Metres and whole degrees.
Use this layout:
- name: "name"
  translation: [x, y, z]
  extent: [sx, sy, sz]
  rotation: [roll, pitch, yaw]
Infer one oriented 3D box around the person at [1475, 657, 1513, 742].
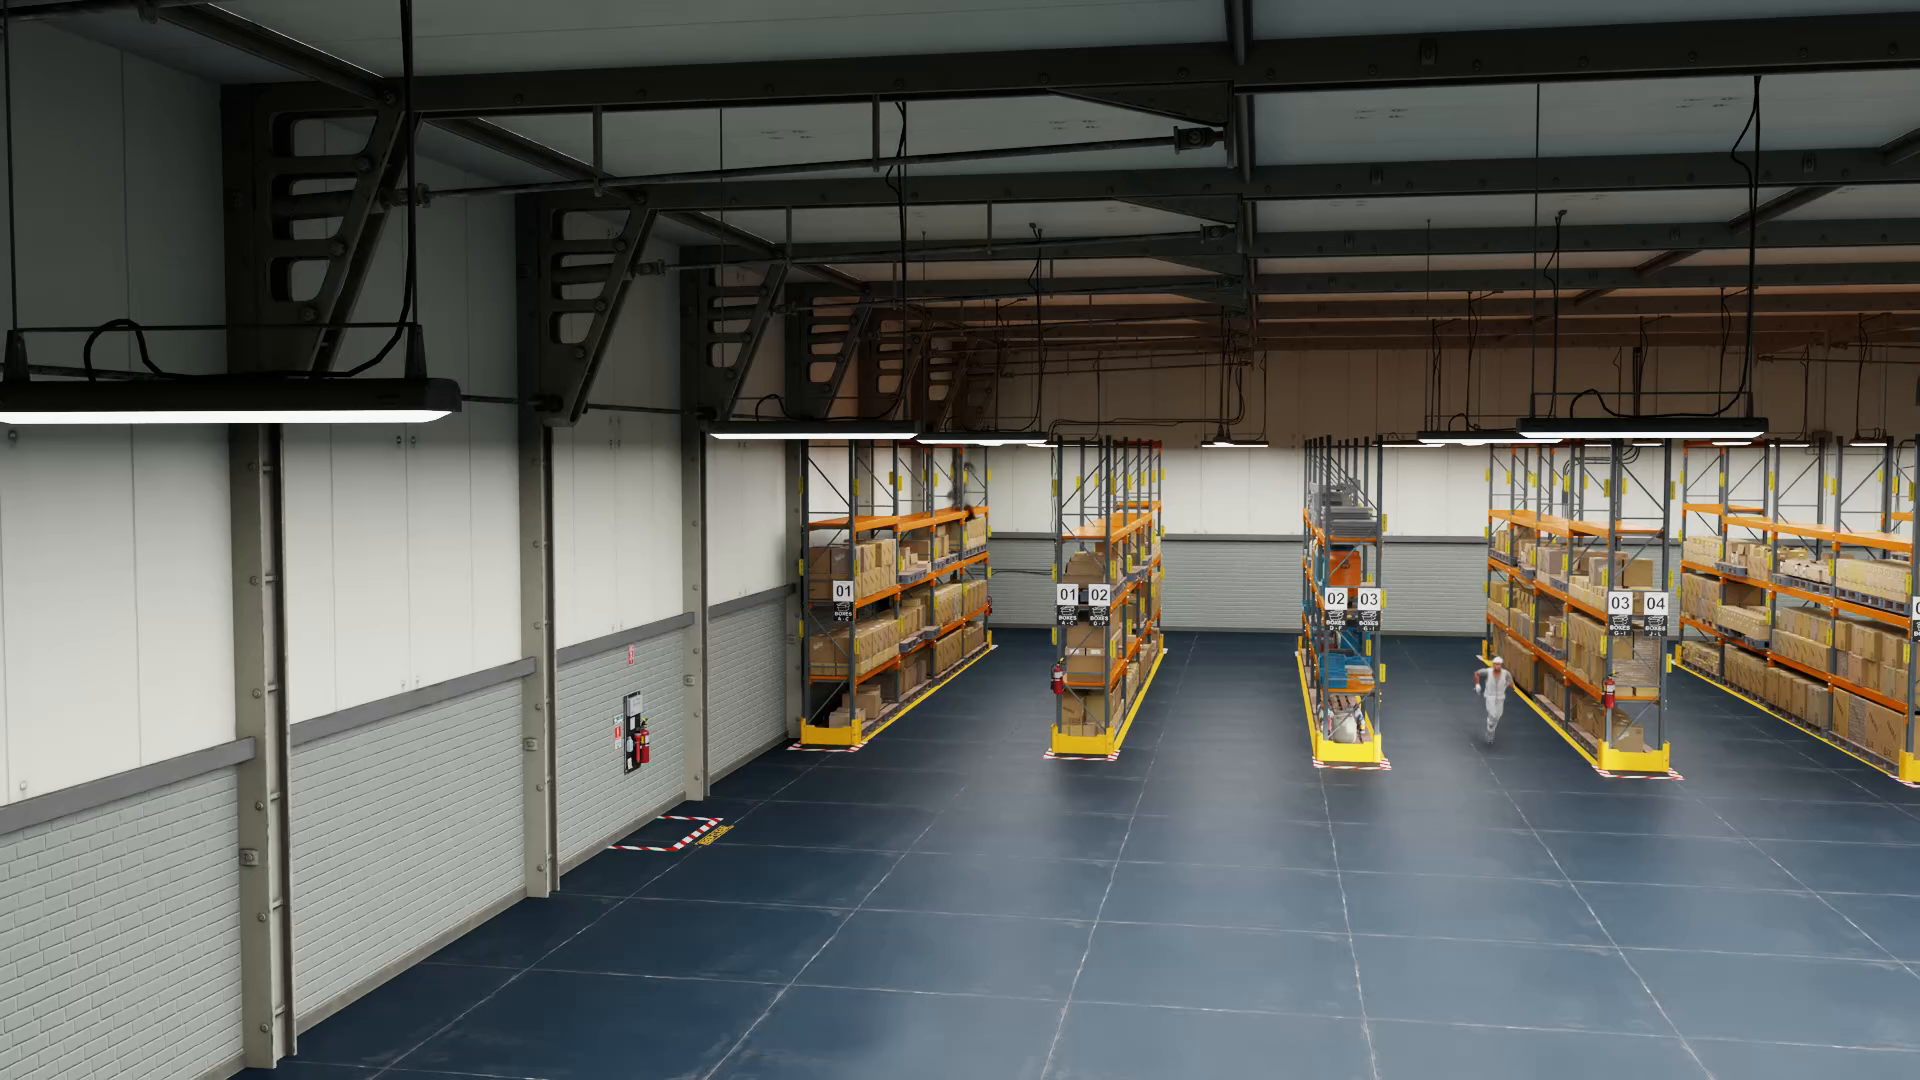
- name: "person"
  translation: [10.376, 3.094, 32.290]
  extent: [0.642, 1.700, 0.879]
  rotation: [0, 3, 0]
